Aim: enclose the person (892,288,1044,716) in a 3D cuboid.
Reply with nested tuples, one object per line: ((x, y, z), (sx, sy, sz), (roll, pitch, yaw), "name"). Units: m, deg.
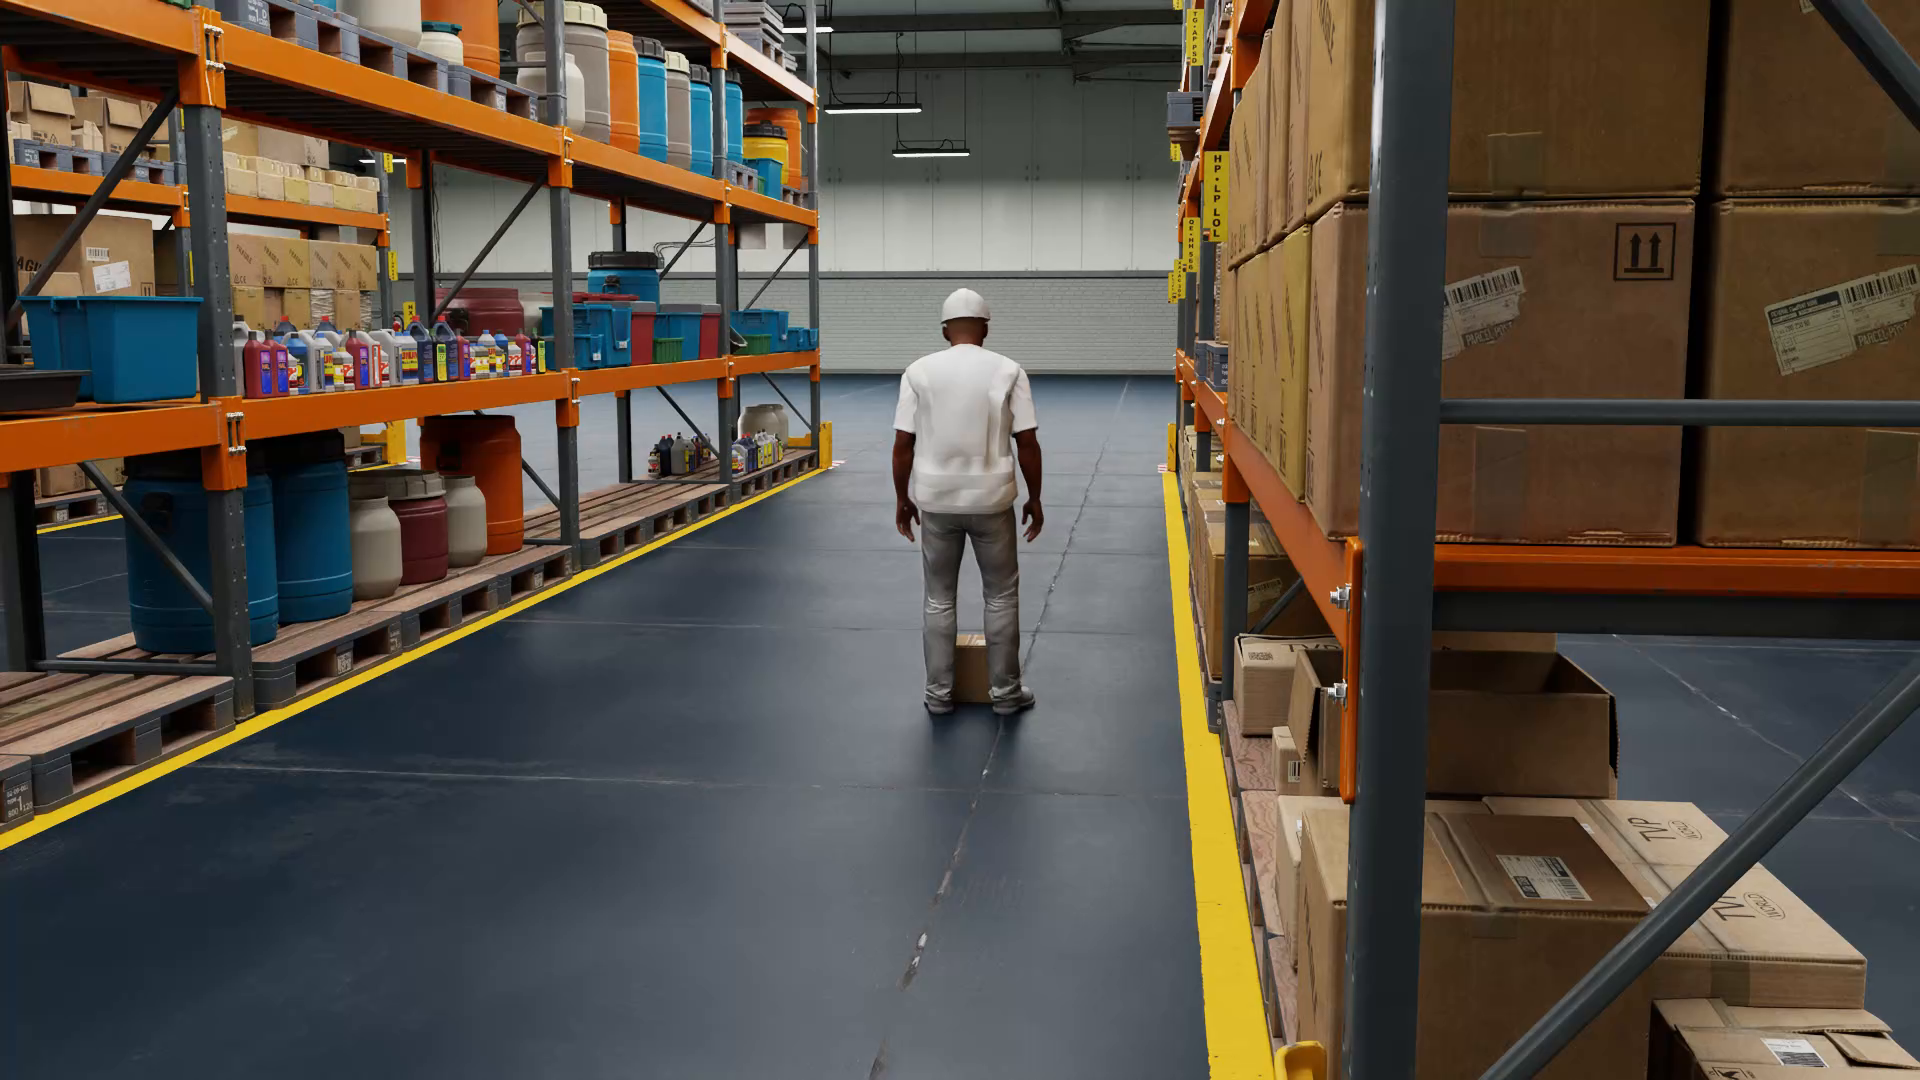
((0.036, -0.159, 6.922), (0.627, 1.760, 0.461), (1, 8, 7), "person")
